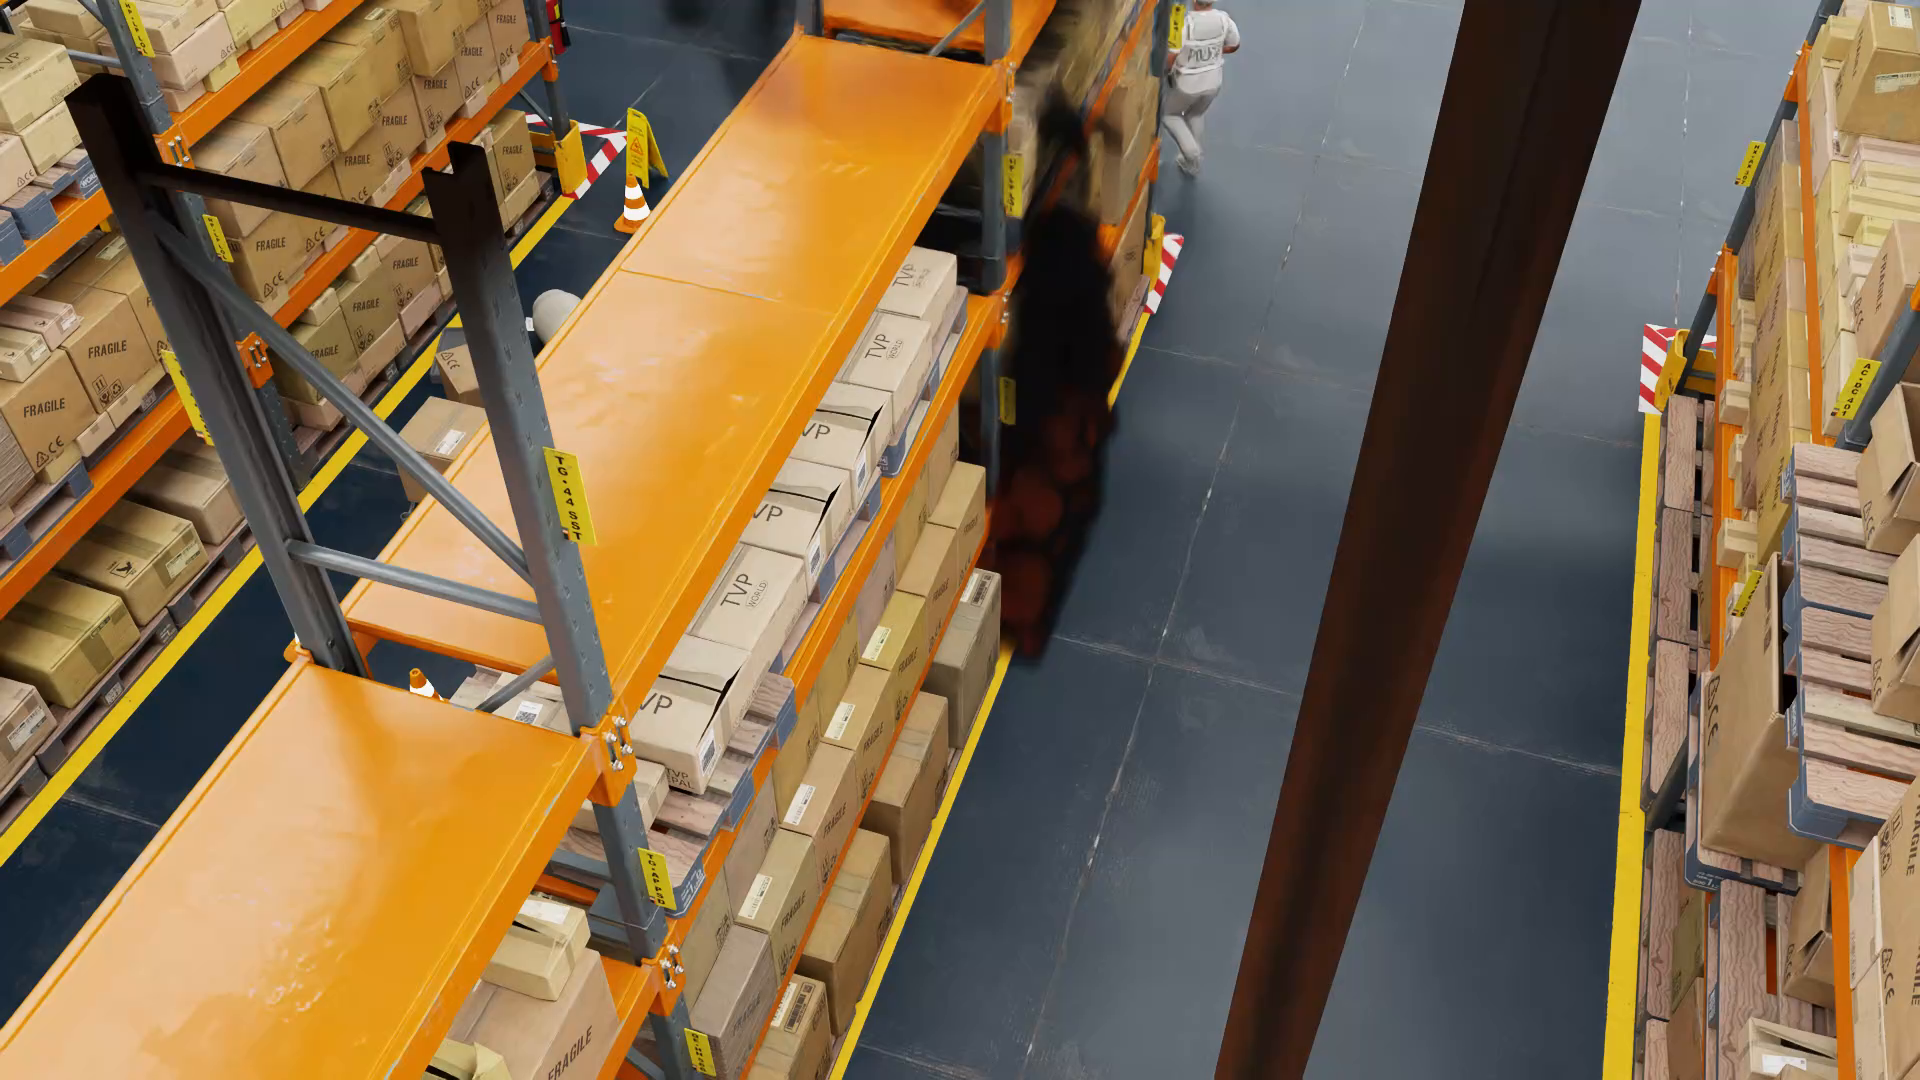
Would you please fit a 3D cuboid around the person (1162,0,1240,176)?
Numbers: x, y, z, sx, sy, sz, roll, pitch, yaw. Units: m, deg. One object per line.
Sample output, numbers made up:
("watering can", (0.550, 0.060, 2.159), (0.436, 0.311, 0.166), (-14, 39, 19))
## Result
("person", (1.912, -3.774, 13.629), (0.720, 1.758, 0.632), (-16, 48, -15))
